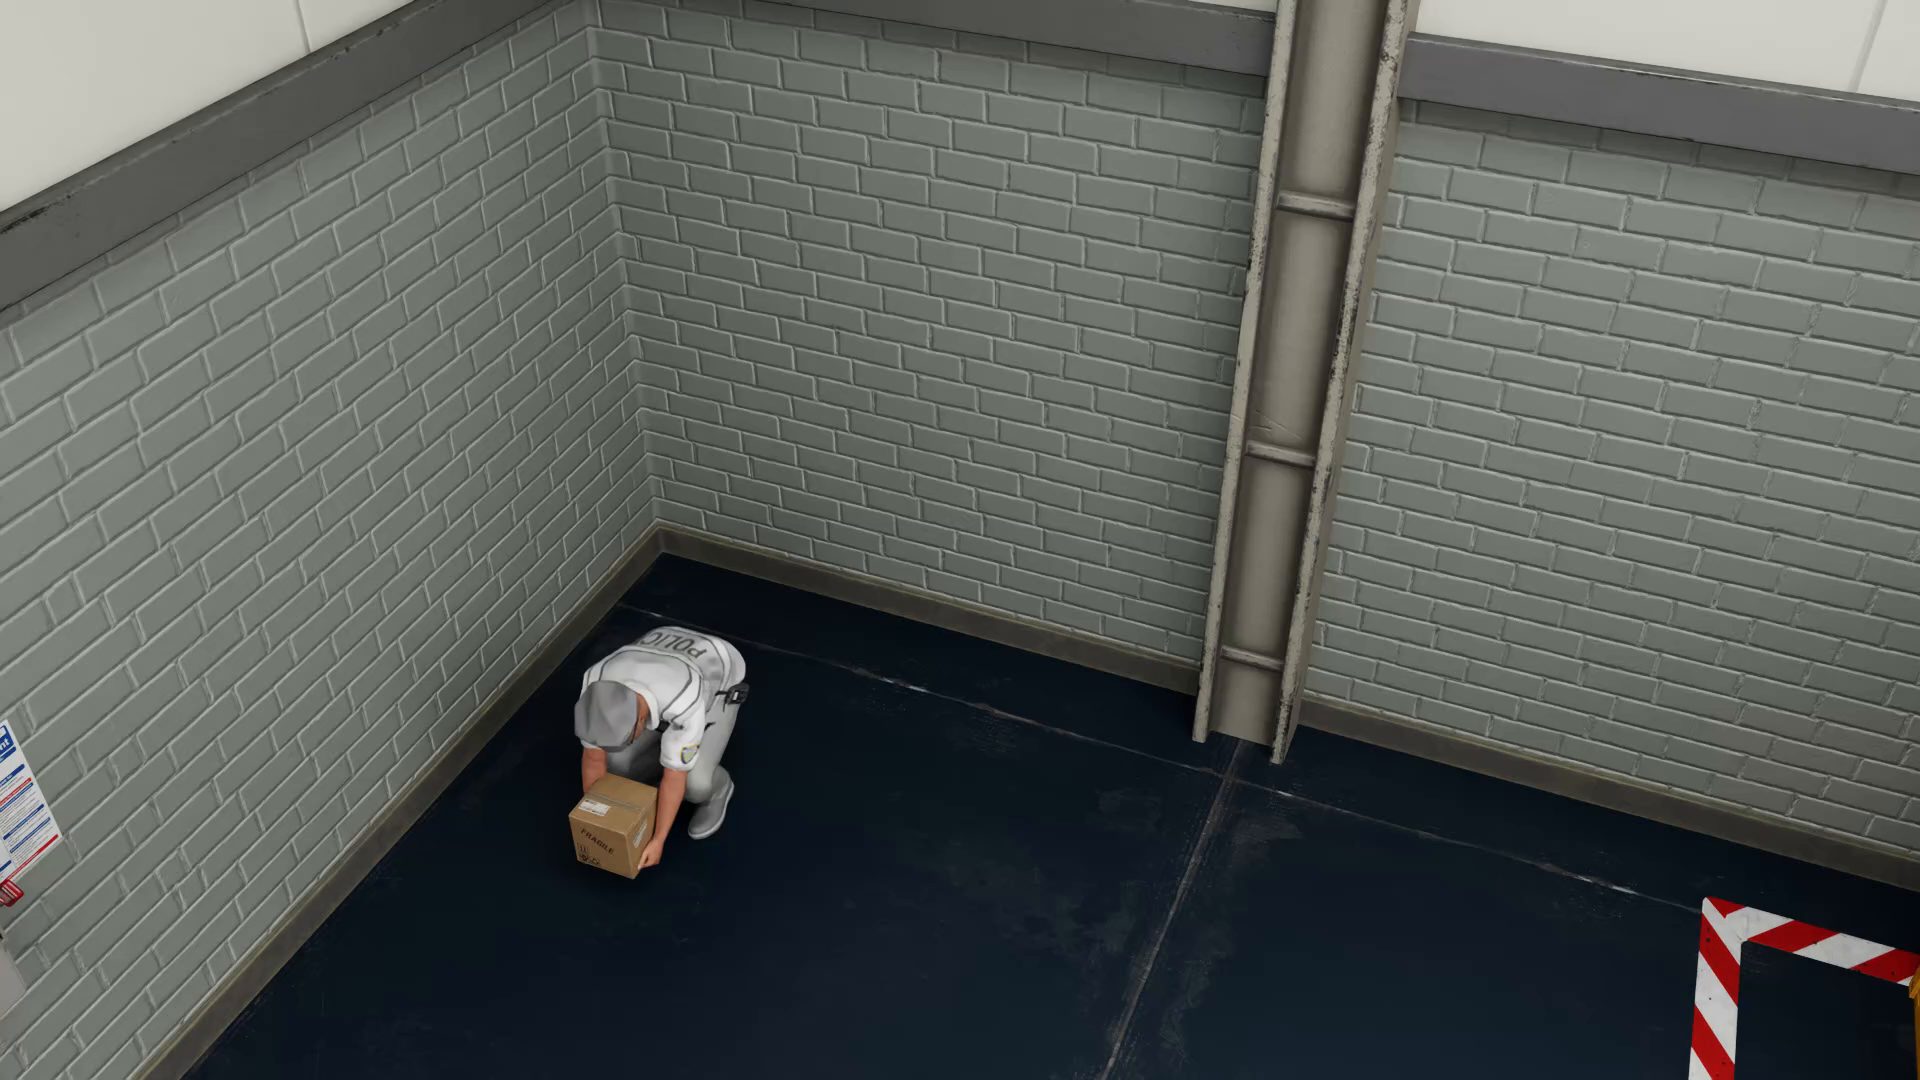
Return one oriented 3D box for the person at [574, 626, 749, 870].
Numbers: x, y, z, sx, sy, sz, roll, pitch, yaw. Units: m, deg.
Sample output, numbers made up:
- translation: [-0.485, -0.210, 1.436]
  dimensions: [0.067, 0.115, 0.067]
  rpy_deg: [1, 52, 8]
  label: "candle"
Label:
- translation: [-1.164, 0.745, 6.448]
  dimensions: [0.532, 1.023, 0.949]
  rpy_deg: [13, 39, 17]
  label: "person"
